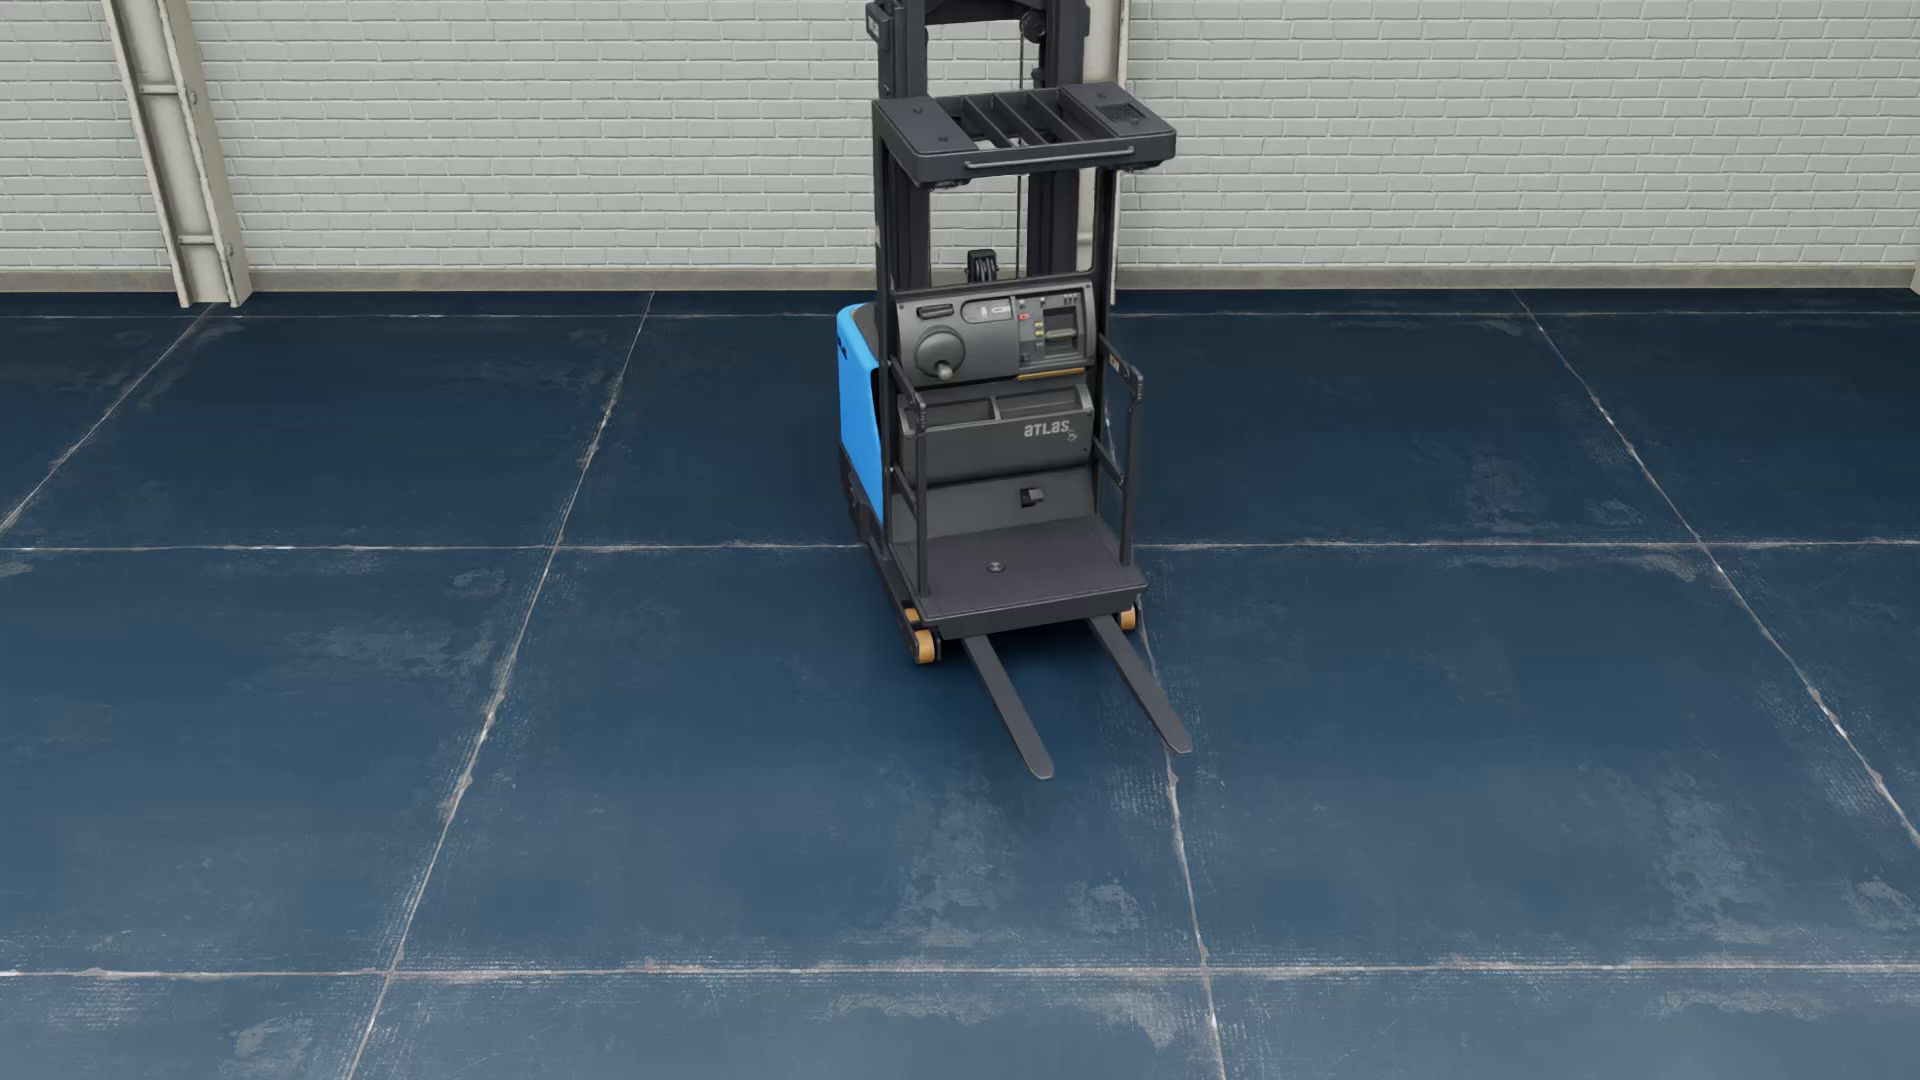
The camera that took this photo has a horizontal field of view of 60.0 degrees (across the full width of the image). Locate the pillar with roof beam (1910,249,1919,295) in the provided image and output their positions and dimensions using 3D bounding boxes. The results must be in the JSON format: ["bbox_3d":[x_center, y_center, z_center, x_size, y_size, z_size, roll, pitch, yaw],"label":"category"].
[{"bbox_3d":[6.891,-3.324,5.554,0.400,9.000,9.100,0,31,0],"label":"pillar with roof beam"}]

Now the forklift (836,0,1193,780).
[{"bbox_3d":[0.231,-0.897,7.403,1.130,2.935,3.031,-8,32,-13],"label":"forklift"}]

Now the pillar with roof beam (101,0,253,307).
[{"bbox_3d":[-5.109,-3.287,5.492,0.400,9.000,9.100,0,31,0],"label":"pillar with roof beam"}]

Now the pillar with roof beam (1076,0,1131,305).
[{"bbox_3d":[0.891,-3.306,5.523,0.400,9.000,9.100,0,31,0],"label":"pillar with roof beam"}]
